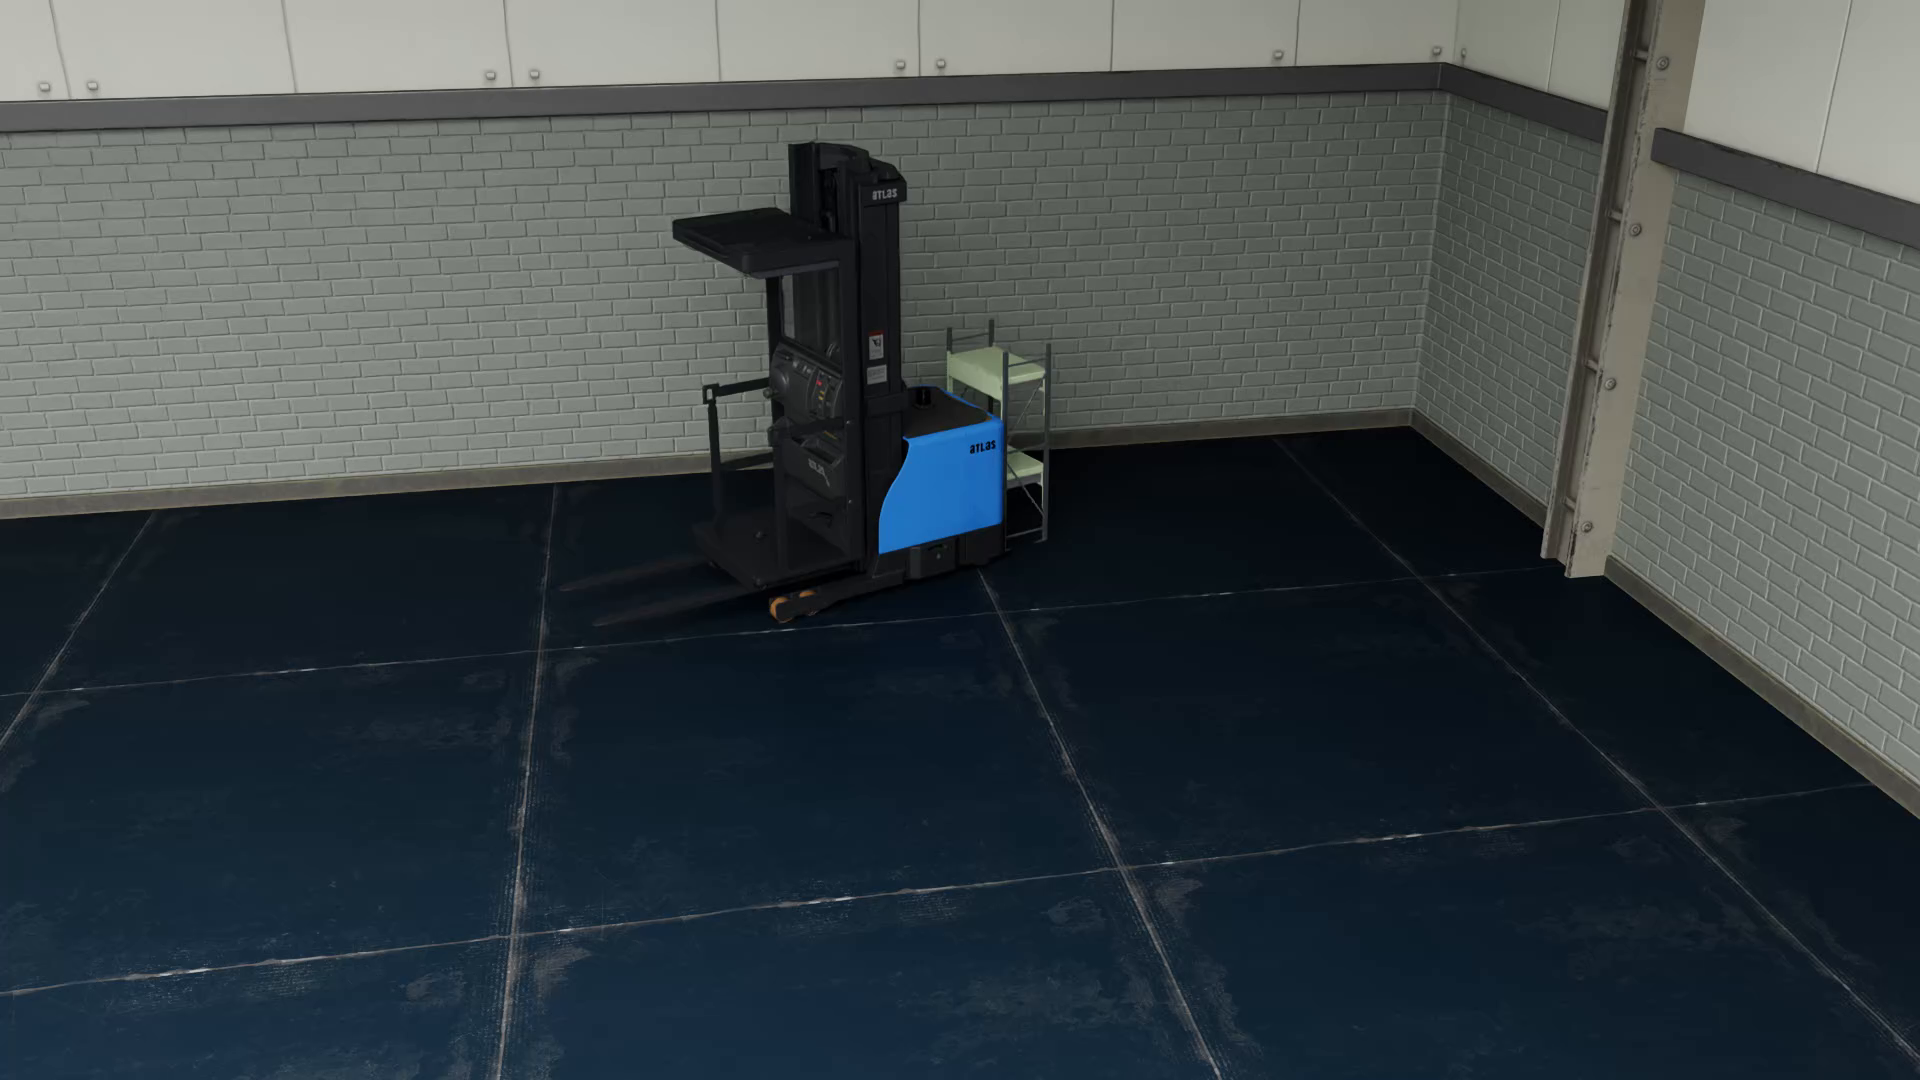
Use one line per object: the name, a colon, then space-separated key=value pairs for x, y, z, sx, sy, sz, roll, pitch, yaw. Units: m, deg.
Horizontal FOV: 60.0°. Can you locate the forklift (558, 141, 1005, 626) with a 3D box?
forklift: x=-1.199 y=-1.038 z=10.965 sx=3.031 sy=2.935 sz=1.130 roll=-14 pitch=27 yaw=-29

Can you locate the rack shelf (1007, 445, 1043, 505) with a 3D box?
rack shelf: x=0.272 y=-0.471 z=12.270 sx=0.431 sy=0.370 sz=0.720 roll=-14 pitch=27 yaw=-29

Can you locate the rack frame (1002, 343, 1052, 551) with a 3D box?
rack frame: x=0.468 y=-0.647 z=11.857 sx=0.400 sy=1.500 sz=0.023 roll=-14 pitch=27 yaw=-29

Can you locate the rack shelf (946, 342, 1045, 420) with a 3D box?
rack shelf: x=0.272 y=-1.128 z=11.983 sx=0.431 sy=0.370 sz=0.720 roll=-14 pitch=27 yaw=-29

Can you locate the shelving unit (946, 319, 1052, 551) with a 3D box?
shelving unit: x=0.272 y=-0.770 z=12.140 sx=0.431 sy=1.500 sz=0.755 roll=-14 pitch=27 yaw=-29

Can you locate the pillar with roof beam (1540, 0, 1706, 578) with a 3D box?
pillar with roof beam: x=0.140 y=-3.628 z=9.315 sx=9.100 sy=9.000 sz=0.400 roll=-4 pitch=24 yaw=-10

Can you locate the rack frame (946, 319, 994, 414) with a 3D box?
rack frame: x=0.075 y=-0.894 z=12.423 sx=0.400 sy=1.500 sz=0.023 roll=-14 pitch=27 yaw=-29
